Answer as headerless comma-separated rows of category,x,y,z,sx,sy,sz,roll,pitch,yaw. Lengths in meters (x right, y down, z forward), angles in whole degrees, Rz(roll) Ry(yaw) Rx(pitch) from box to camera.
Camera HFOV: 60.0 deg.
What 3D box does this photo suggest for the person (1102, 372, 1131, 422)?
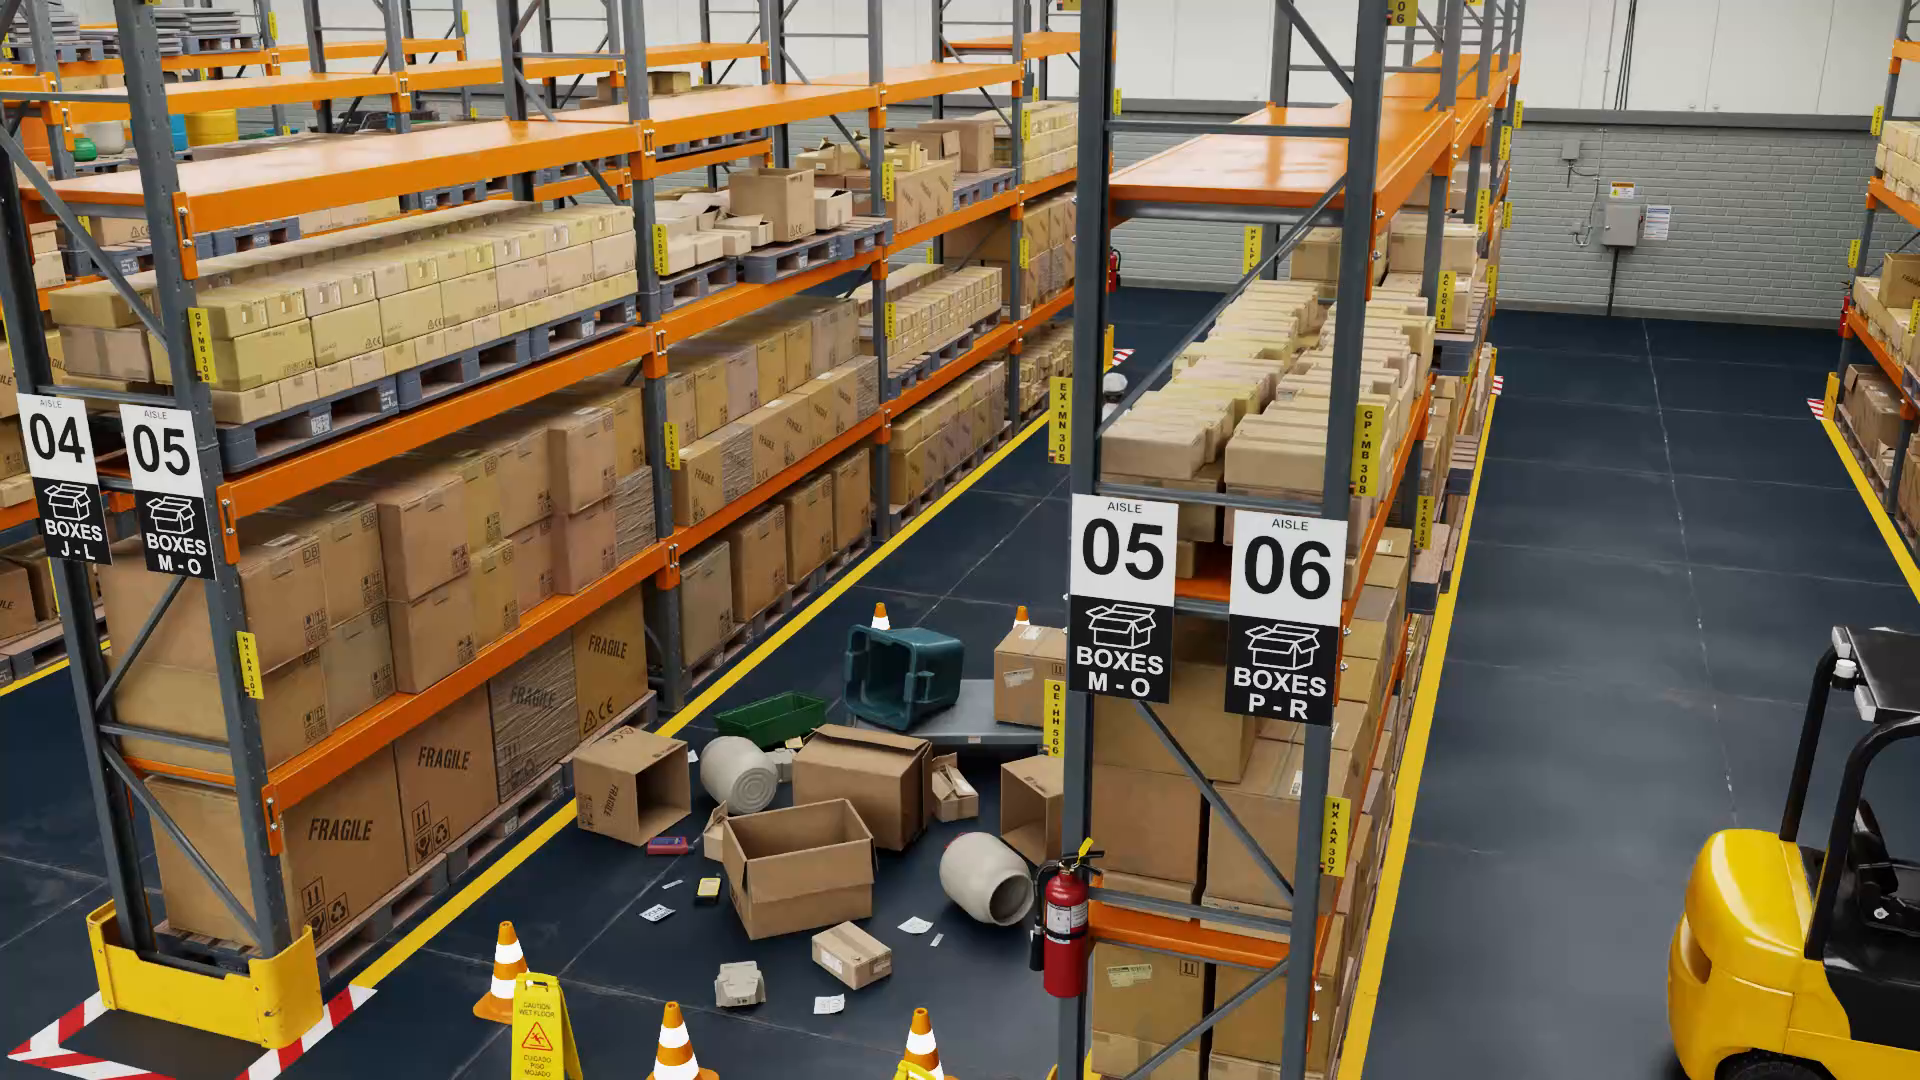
person,1.354,-0.652,14.738,0.476,1.683,0.467,5,19,14
